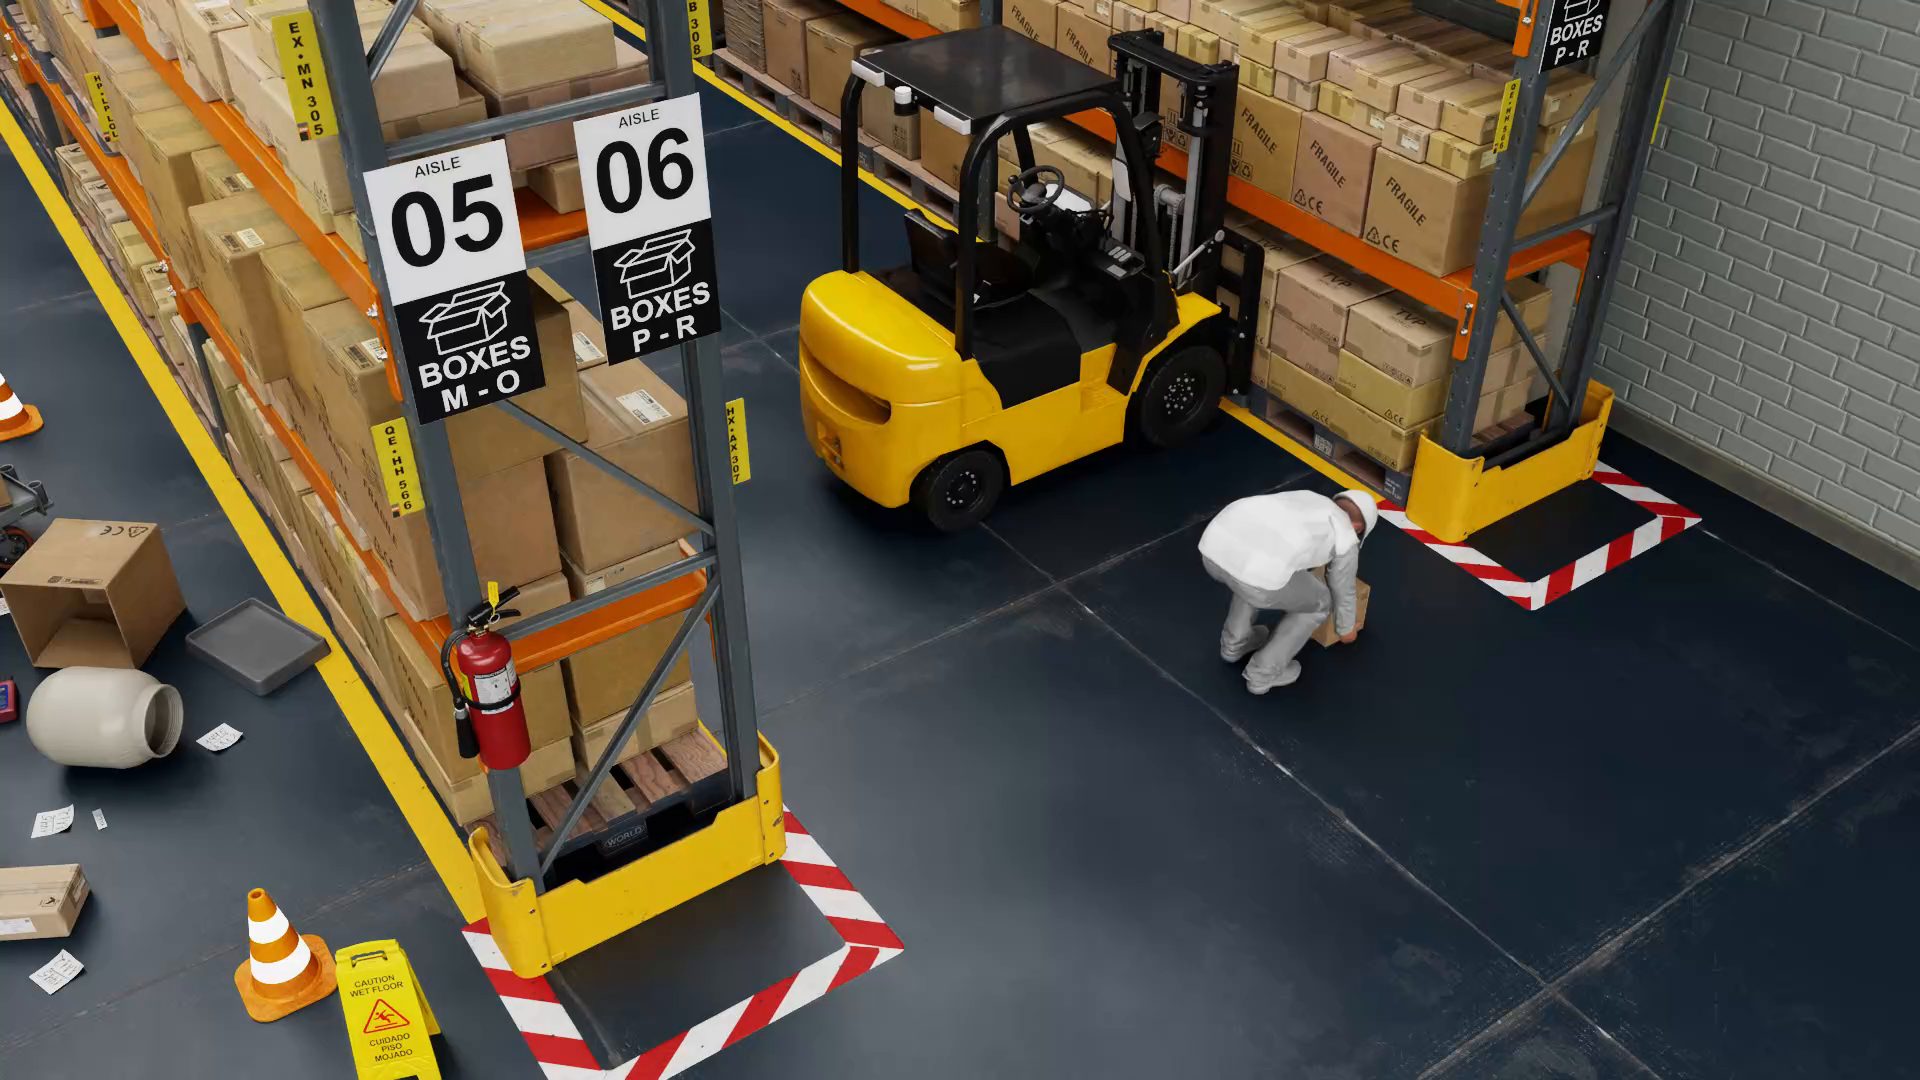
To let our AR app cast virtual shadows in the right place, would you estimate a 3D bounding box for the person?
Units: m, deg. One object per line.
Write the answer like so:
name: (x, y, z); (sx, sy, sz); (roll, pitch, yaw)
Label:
person: (1.501, 0.144, 7.507); (0.998, 0.923, 0.504); (-25, 43, -30)
